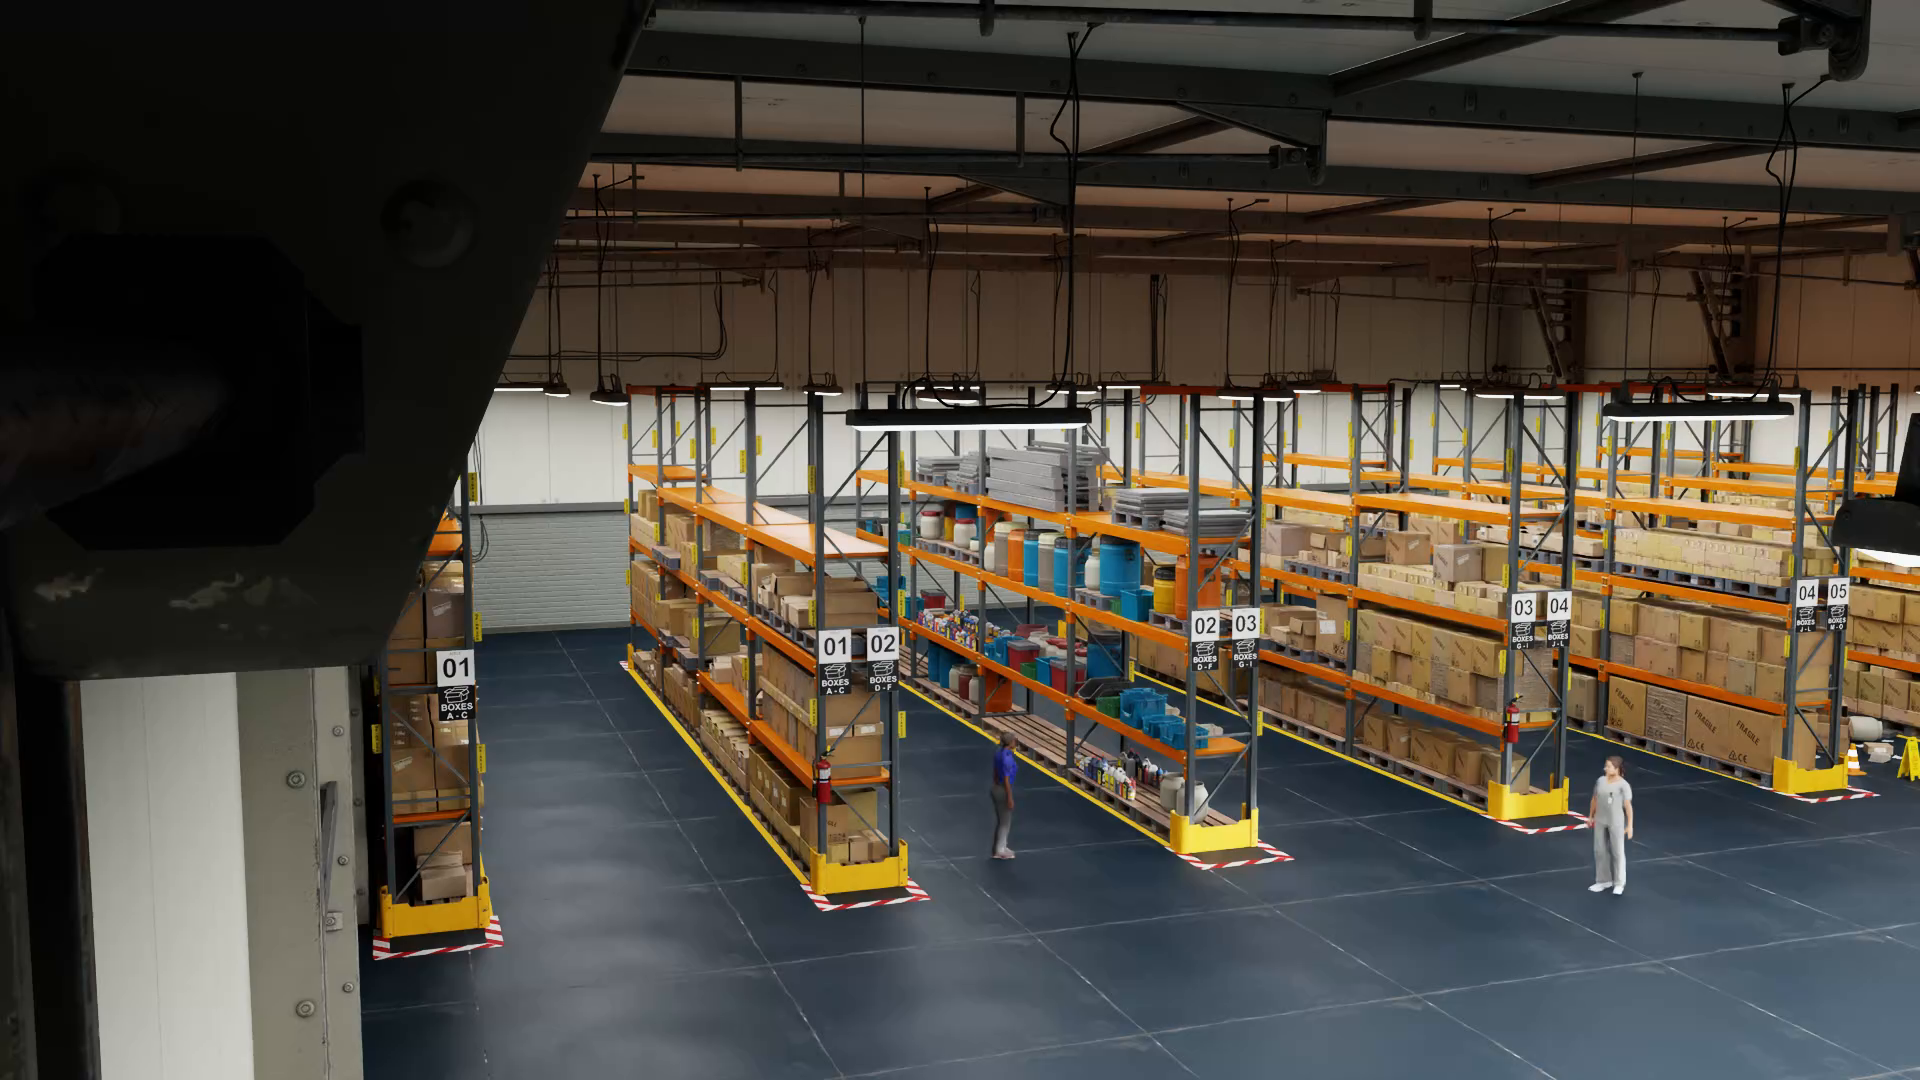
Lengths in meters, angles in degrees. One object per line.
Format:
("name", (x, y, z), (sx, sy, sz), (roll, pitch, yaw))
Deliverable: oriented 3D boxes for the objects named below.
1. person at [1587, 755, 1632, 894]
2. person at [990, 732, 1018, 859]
("person", (7.856, 3.437, 20.072), (0.370, 1.707, 0.560), (-6, 8, -43))
("person", (0.581, 3.317, 21.533), (0.364, 1.688, 0.540), (-1, 6, -12))
